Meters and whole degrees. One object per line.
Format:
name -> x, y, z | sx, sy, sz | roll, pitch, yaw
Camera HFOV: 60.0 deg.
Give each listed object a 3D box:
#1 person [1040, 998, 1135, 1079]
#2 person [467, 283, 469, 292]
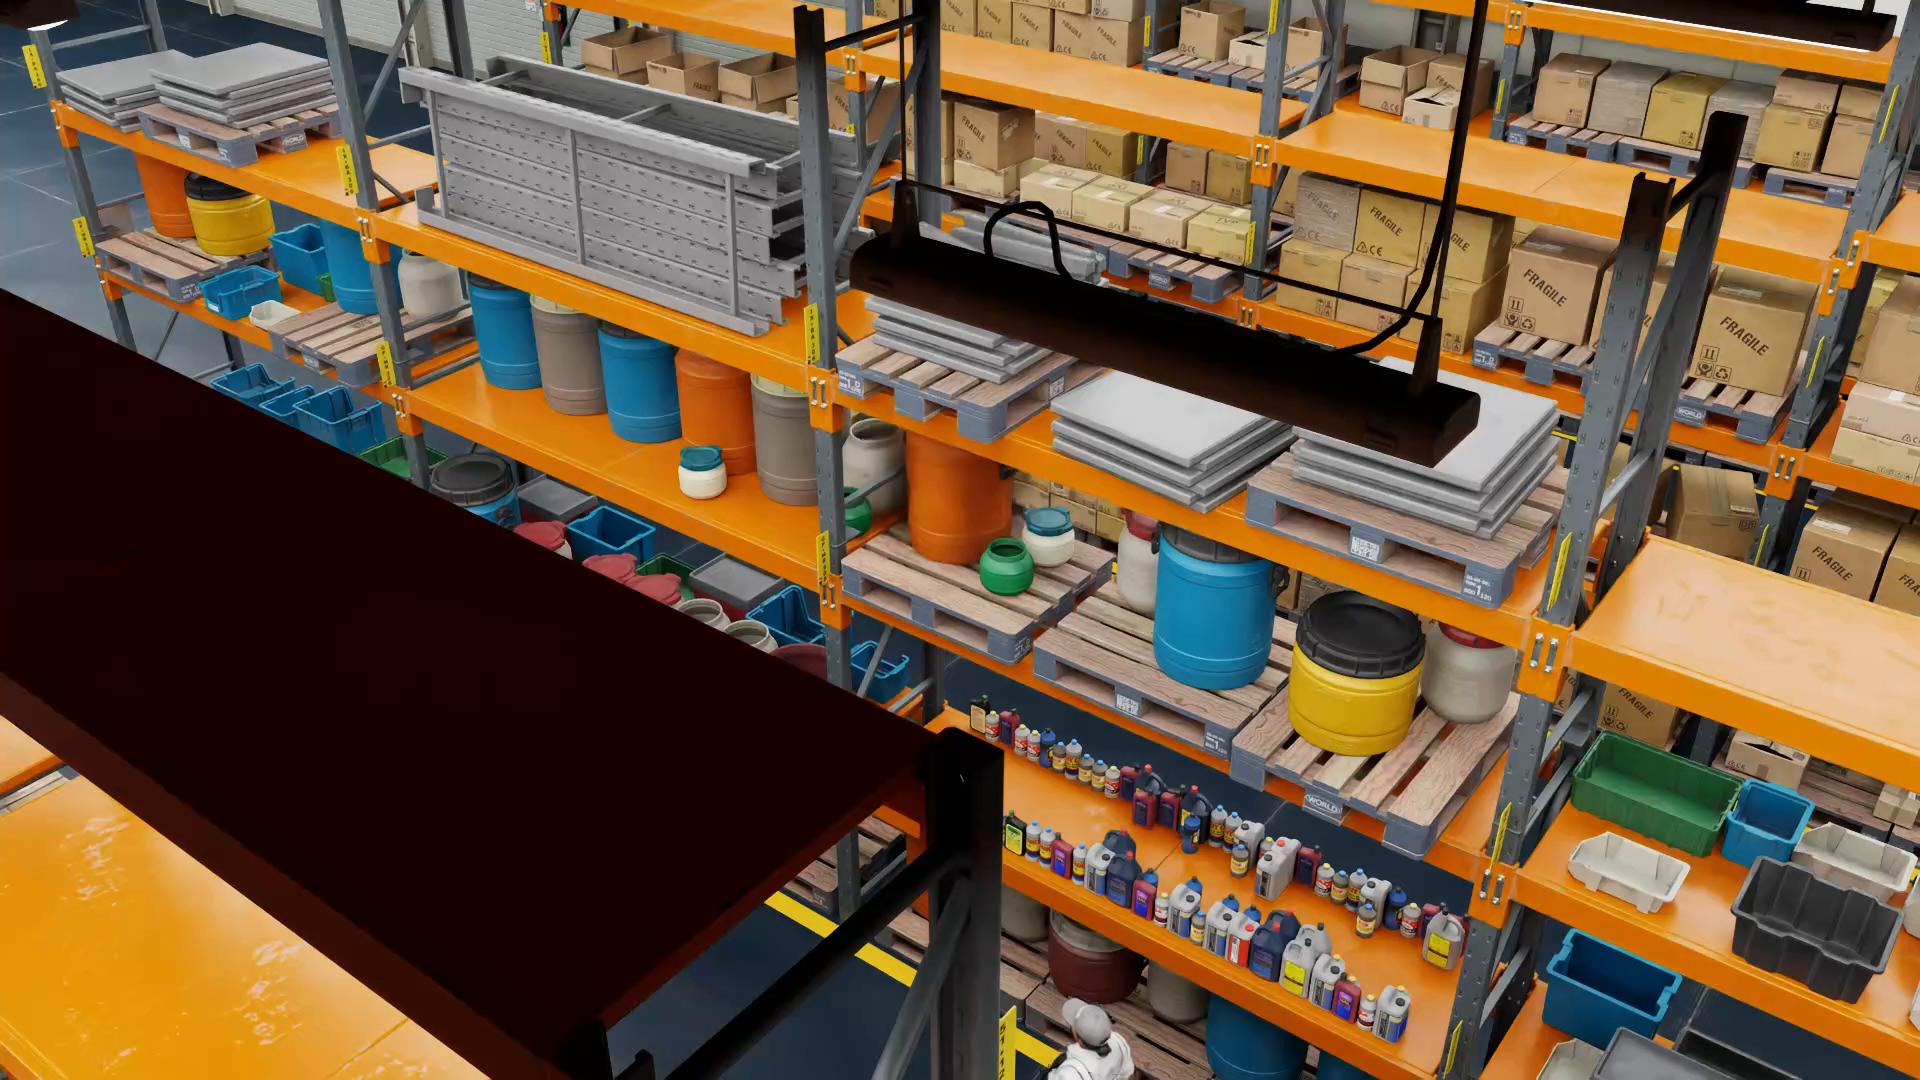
person -> 0.631, 2.943, 8.510 | 1.036, 1.513, 0.499 | 20, 37, 29
person -> -5.059, -2.537, 17.934 | 0.447, 1.628, 0.585 | -18, 36, -26
